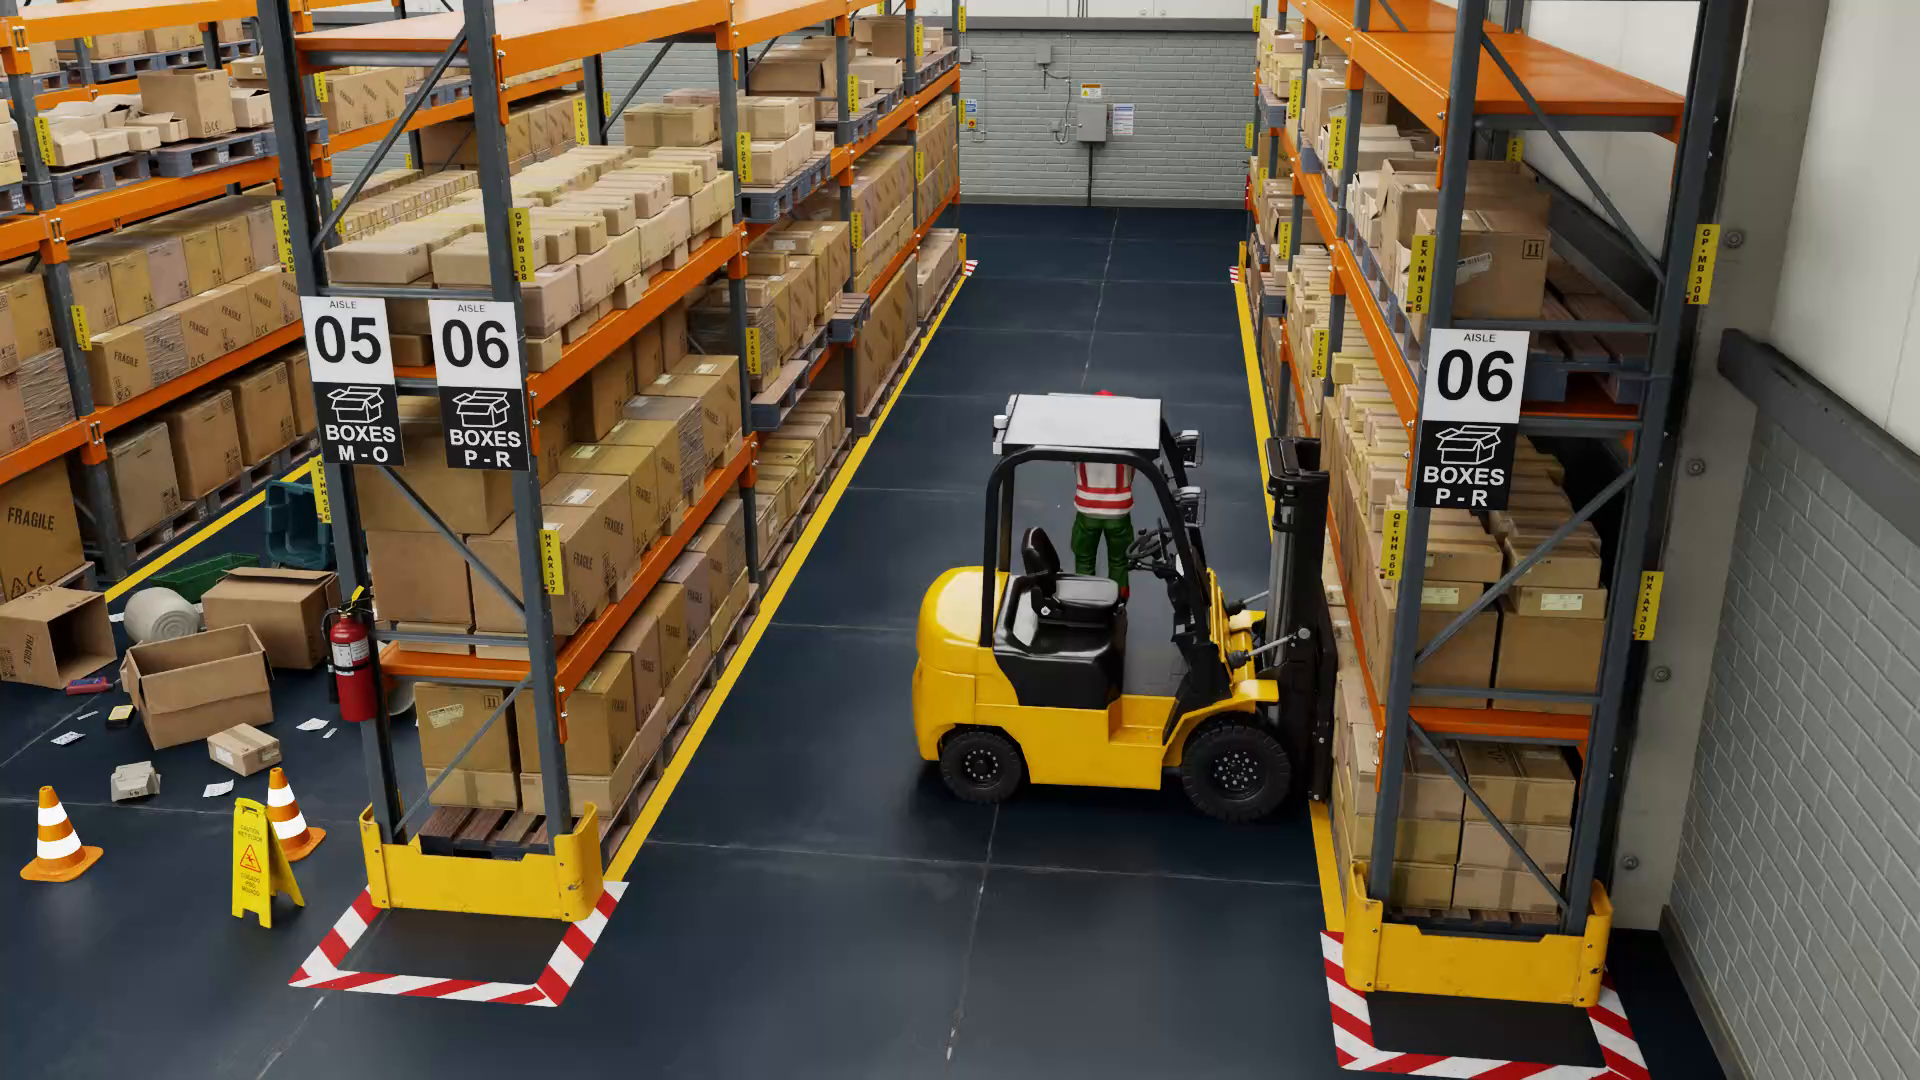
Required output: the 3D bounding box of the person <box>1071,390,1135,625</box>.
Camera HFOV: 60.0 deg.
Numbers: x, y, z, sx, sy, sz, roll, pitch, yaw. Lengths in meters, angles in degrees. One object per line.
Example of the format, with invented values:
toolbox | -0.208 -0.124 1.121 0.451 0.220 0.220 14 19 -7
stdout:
person | 0.999 -0.232 11.664 0.493 1.782 0.564 3 21 7
